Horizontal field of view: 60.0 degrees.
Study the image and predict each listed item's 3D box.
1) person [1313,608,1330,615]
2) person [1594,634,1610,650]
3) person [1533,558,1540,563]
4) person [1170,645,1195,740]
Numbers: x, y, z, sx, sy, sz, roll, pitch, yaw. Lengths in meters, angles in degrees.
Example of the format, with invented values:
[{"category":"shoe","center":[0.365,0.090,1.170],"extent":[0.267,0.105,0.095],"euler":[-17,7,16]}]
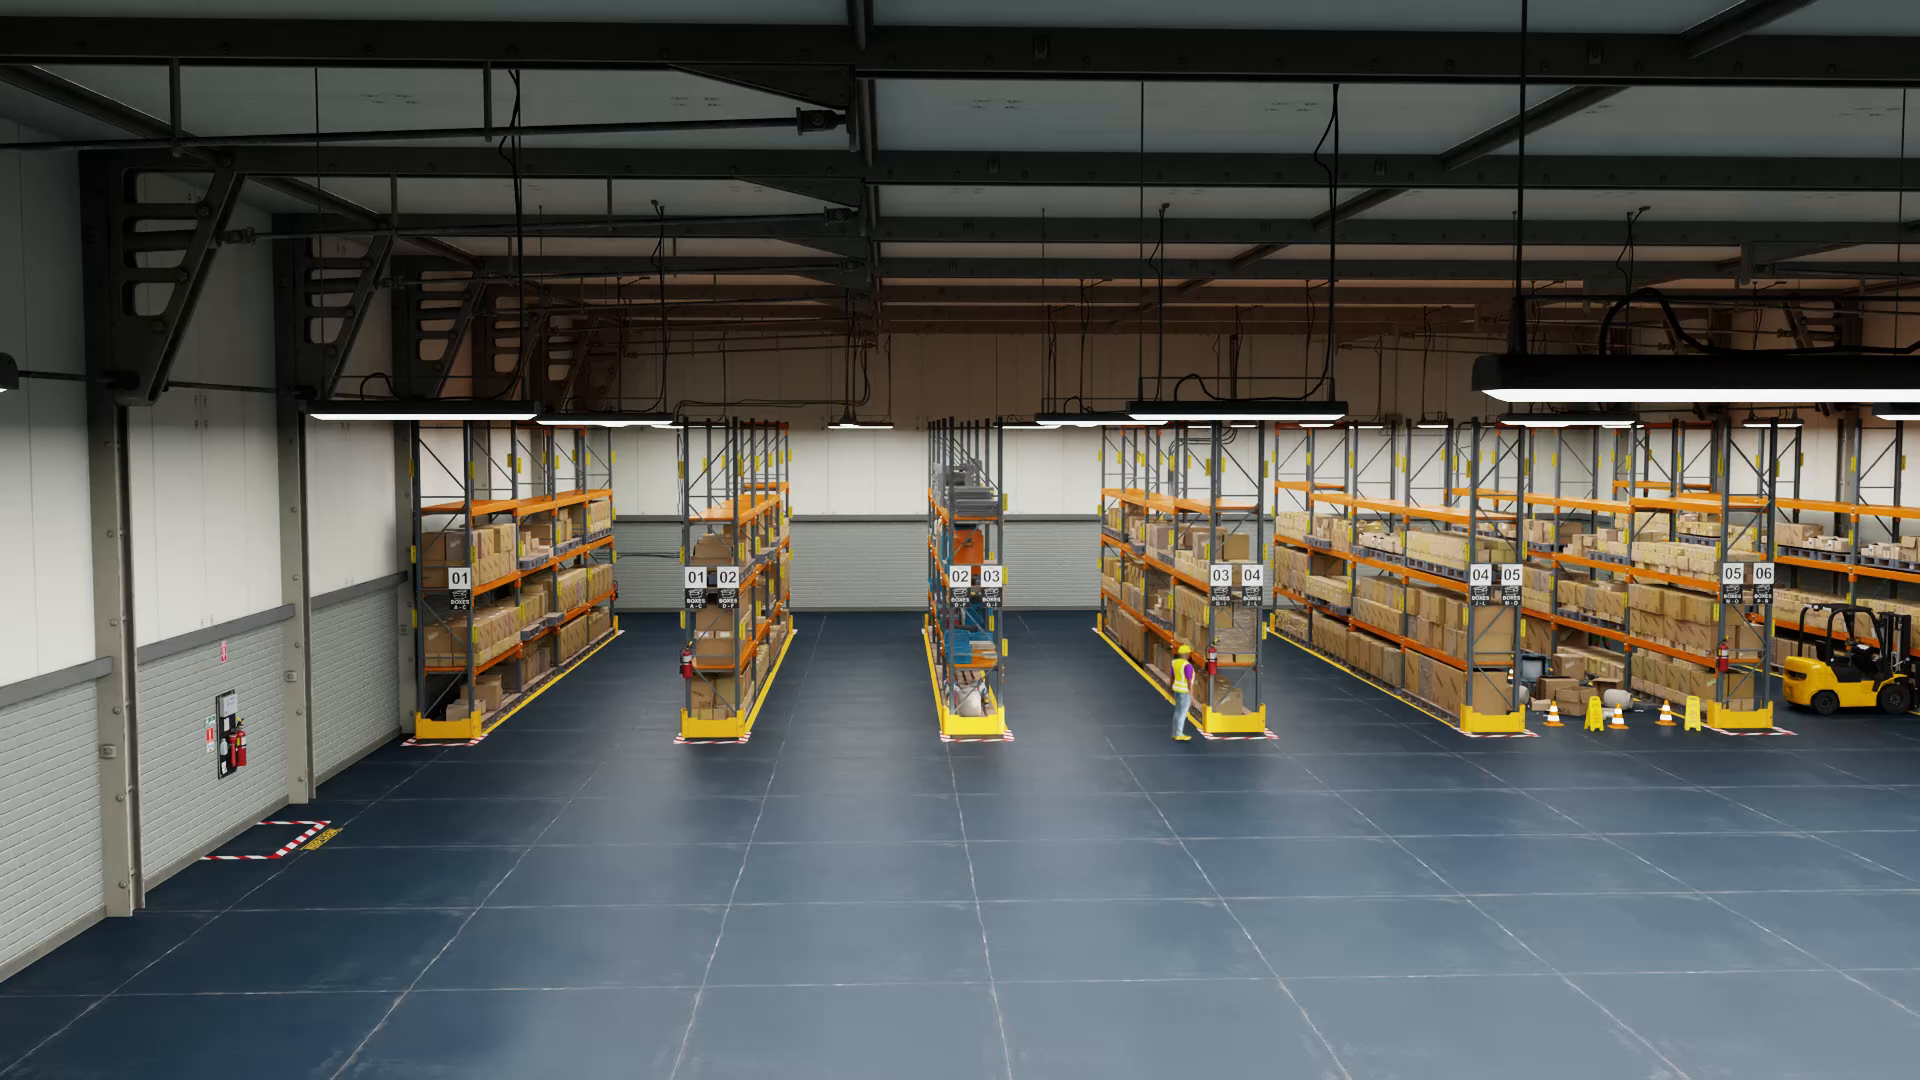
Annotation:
[{"category":"person","center":[10.474,1.645,48.841],"extent":[1.041,1.724,0.644],"euler":[1,4,13]},{"category":"person","center":[16.249,2.070,42.359],"extent":[0.598,1.791,0.582],"euler":[3,5,41]},{"category":"person","center":[17.904,1.444,51.647],"extent":[0.538,1.773,0.592],"euler":[-1,4,-20]},{"category":"person","center":[4.129,2.823,30.859],"extent":[0.383,1.764,0.687],"euler":[-2,4,-27]}]
